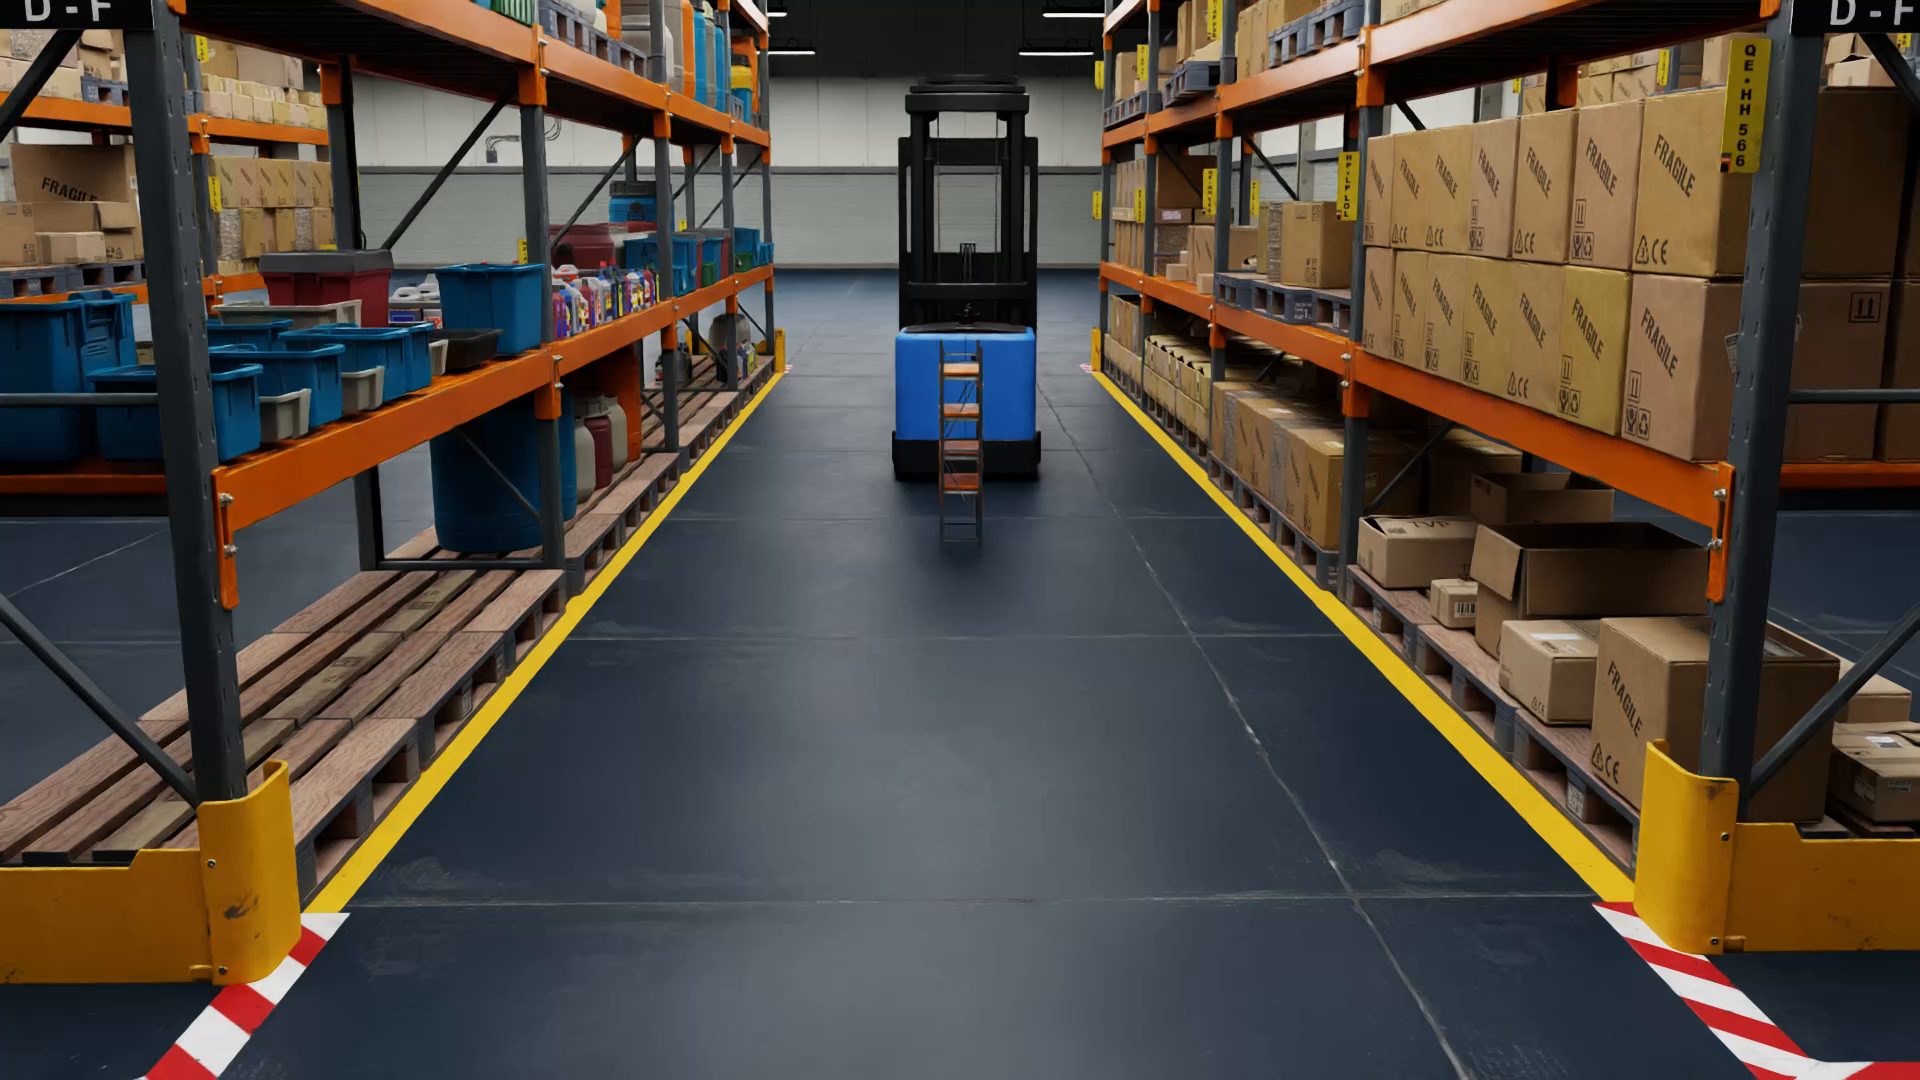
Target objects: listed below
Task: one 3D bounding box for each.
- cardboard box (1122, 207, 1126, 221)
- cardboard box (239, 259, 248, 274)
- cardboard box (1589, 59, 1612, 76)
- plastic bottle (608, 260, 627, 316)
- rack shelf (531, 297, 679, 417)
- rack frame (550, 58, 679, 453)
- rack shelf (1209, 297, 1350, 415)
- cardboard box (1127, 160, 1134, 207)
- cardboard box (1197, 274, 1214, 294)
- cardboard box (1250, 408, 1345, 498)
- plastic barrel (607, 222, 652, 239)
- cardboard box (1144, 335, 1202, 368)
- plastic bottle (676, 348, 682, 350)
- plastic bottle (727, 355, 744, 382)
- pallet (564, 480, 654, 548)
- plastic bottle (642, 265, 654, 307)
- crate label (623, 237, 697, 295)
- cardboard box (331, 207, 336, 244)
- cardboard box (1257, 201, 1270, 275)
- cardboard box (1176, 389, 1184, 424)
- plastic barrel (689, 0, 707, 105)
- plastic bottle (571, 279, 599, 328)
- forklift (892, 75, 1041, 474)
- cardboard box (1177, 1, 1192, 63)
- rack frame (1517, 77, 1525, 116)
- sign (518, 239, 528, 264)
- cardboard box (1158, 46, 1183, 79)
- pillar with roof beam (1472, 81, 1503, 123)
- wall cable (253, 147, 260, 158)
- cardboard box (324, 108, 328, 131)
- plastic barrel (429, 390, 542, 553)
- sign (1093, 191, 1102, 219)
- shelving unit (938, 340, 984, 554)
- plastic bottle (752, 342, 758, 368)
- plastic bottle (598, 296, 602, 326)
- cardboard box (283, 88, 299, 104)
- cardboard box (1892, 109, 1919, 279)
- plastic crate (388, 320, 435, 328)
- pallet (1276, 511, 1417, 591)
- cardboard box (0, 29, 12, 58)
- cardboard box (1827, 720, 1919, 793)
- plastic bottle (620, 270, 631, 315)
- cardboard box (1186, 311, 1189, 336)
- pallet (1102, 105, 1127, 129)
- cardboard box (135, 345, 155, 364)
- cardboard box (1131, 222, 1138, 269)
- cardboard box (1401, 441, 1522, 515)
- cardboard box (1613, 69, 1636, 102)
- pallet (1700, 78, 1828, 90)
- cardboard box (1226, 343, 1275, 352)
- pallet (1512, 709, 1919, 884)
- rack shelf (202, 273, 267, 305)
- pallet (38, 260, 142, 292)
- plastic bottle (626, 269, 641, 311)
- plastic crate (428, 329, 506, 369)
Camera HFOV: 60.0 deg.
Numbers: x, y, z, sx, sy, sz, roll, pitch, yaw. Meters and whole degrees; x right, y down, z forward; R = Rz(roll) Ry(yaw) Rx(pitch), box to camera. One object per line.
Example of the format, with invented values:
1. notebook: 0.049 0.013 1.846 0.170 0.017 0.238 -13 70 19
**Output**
1. cardboard box: 2.013 -3.629 18.519 0.380 0.149 0.250 -1 11 -3
2. cardboard box: -7.353 -2.731 16.609 0.380 0.149 0.250 0 11 -1
3. cardboard box: 6.908 -5.102 17.303 0.500 0.500 0.500 -1 11 -3
4. plastic bottle: -2.169 -1.574 10.399 0.144 0.351 0.185 0 11 -1
5. rack shelf: -2.548 -1.186 10.171 1.077 0.370 4.000 0 11 -1
6. rack frame: -2.589 -1.936 12.059 1.000 3.000 0.127 0 11 -1
7. rack shelf: 2.404 -1.206 10.267 1.077 0.370 4.000 0 11 -1
8. cardboard box: 2.223 -3.923 18.336 0.700 0.500 0.500 0 11 -1
9. cardboard box: 2.068 -2.010 13.056 0.380 0.149 0.250 0 11 -1
10. cardboard box: 2.124 -0.547 10.393 0.500 0.500 0.500 -1 11 -3
11. plastic barrel: -2.856 -2.461 14.304 0.433 0.535 0.433 0 11 0
12. cardboard box: 2.040 -1.801 15.841 0.500 0.311 0.500 0 11 -1
13. plastic bottle: -2.984 -1.874 17.494 0.152 0.276 0.135 0 11 0
14. plastic bottle: -2.275 -1.741 16.842 0.152 0.276 0.135 0 11 1
15. pallet: -2.509 -0.171 10.372 1.003 0.211 1.213 0 11 -1
16. plastic bottle: -2.150 -1.755 11.456 0.061 0.283 0.133 0 11 -1
17. crate label: -2.340 -2.152 13.034 0.502 0.435 0.616 0 11 -1
18. cardboard box: -7.723 -3.591 19.218 0.875 0.500 0.500 0 11 -1
19. cardboard box: 2.489 -2.086 11.489 0.700 0.500 0.500 -4 12 -20
20. cardboard box: 2.087 -1.120 13.895 0.500 0.250 0.500 0 11 0
21. plastic barrel: -2.418 -4.087 13.854 0.600 0.901 0.708 0 11 -1
22. plastic bottle: -2.155 -1.358 9.520 0.152 0.276 0.135 0 11 -1
23. forklift: 0.068 -2.158 13.325 1.130 2.935 3.031 0 11 1
24. cardboard box: 2.254 -4.598 15.070 0.500 0.500 0.500 0 11 0
25. rack frame: 7.150 -6.507 19.501 1.000 3.000 0.127 0 11 -1
26. sign: -3.139 -2.013 12.024 0.100 0.325 0.005 0 11 -1
27. cardboard box: 2.372 -4.874 17.327 0.797 0.503 0.637 1 12 5
28. pillar with roof beam: 3.601 -7.547 24.625 9.100 9.000 0.400 0 11 -1
29. wall cable: -22.823 -11.275 50.812 3.097 2.526 0.112 0 11 -1
30. cardboard box: -7.443 -4.808 19.046 0.500 0.250 0.500 0 11 0
31. plastic barrel: -2.501 -0.427 8.840 0.600 0.901 0.708 0 11 -1
32. sign: 1.643 -4.008 19.895 0.100 0.325 0.005 0 11 -1
33. shelving unit: 0.003 -0.555 9.778 0.258 1.200 0.503 0 11 -1
34. plastic bottle: -2.258 -2.024 18.219 0.061 0.283 0.133 0 11 0
35. plastic bottle: -2.130 -1.345 9.642 0.097 0.201 0.097 0 11 0
36. cardboard box: -7.369 -4.786 17.933 0.380 0.149 0.250 -1 11 -4
37. cardboard box: 2.783 -0.994 4.648 0.500 0.500 0.500 0 11 1
38. plastic crate: -2.640 -0.948 7.701 0.396 0.136 0.243 0 11 -1
39. pallet: 2.391 0.044 9.310 1.003 0.211 1.213 0 11 -1
40. cardboard box: -7.294 -3.774 12.066 0.500 0.500 0.500 0 11 -1
41. cardboard box: 2.858 0.673 5.217 0.380 0.166 0.250 0 11 -1
42. plastic bottle: -2.131 -1.573 10.563 0.061 0.283 0.133 0 11 -1
43. cardboard box: 2.565 -2.170 17.182 0.500 0.500 0.500 0 11 -1
44. pallet: 2.186 -4.832 19.011 1.003 0.211 1.213 0 11 -1
45. cardboard box: -7.642 -1.485 15.013 0.700 0.500 0.500 0 11 -2
46. cardboard box: 2.229 -3.195 18.010 0.700 0.500 0.500 0 11 1
47. cardboard box: 2.679 -0.248 8.920 0.500 0.500 0.500 -1 11 -4
48. cardboard box: 6.978 -4.501 16.854 0.500 0.500 0.500 -1 12 -6
49. pallet: 7.164 -3.821 14.276 1.213 0.211 1.003 0 11 -1
50. cardboard box: 2.600 -1.602 14.861 0.500 0.311 0.500 0 11 -1
51. pallet: 2.509 0.828 5.450 1.003 0.211 1.213 0 11 -1
52. rack shelf: -7.665 -2.756 17.909 1.077 0.370 4.000 0 11 -1
53. pallet: -7.623 -2.215 13.916 1.003 0.211 1.213 0 11 -1
54. plastic bottle: -2.158 -1.648 10.963 0.097 0.271 0.097 0 11 0
55. plastic crate: -2.215 -0.814 7.070 0.437 0.125 0.590 0 11 -1
